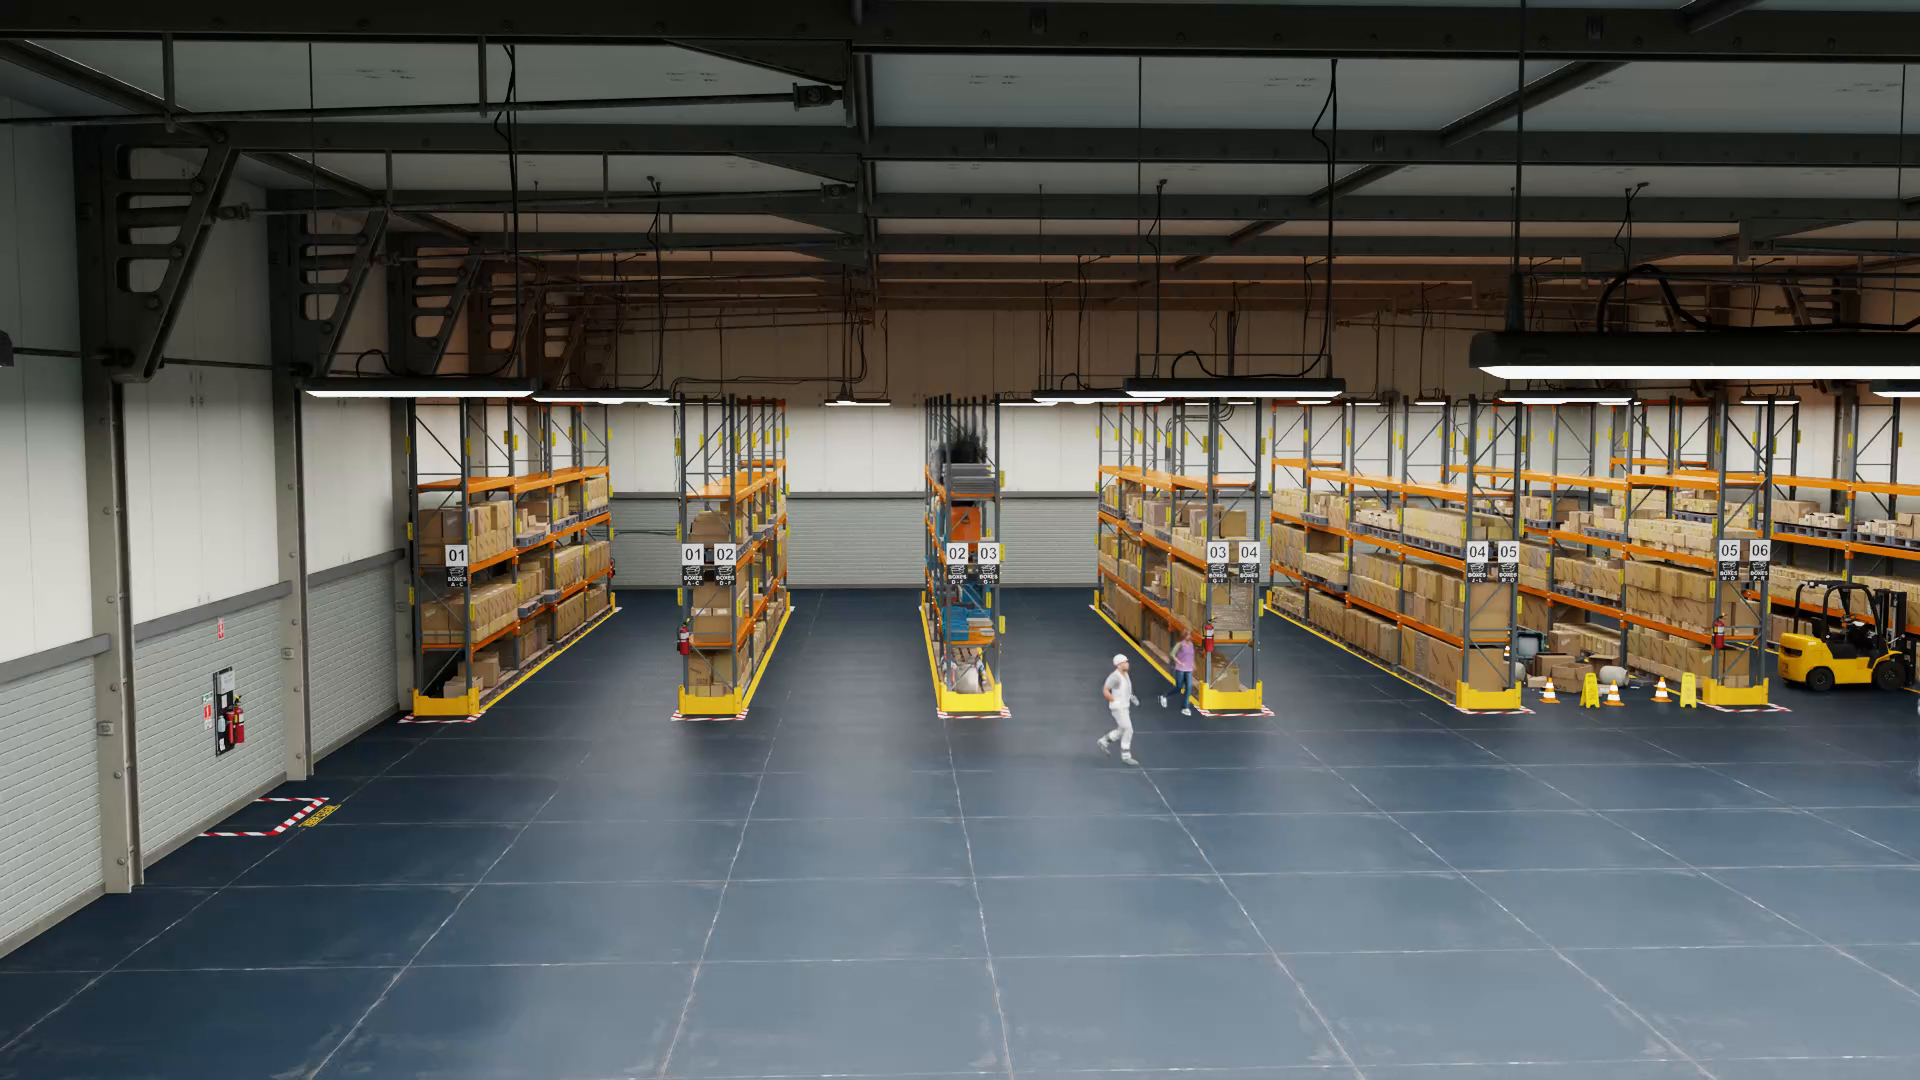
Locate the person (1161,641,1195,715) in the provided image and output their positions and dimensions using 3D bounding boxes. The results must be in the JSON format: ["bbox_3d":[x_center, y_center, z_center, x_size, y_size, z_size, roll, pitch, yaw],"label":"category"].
[{"bbox_3d":[4.168,2.536,30.915,0.601,1.335,0.813,-3,5,-33],"label":"person"}]

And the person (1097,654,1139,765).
[{"bbox_3d":[2.534,2.724,26.872,0.755,1.771,0.657,2,5,26],"label":"person"}]
